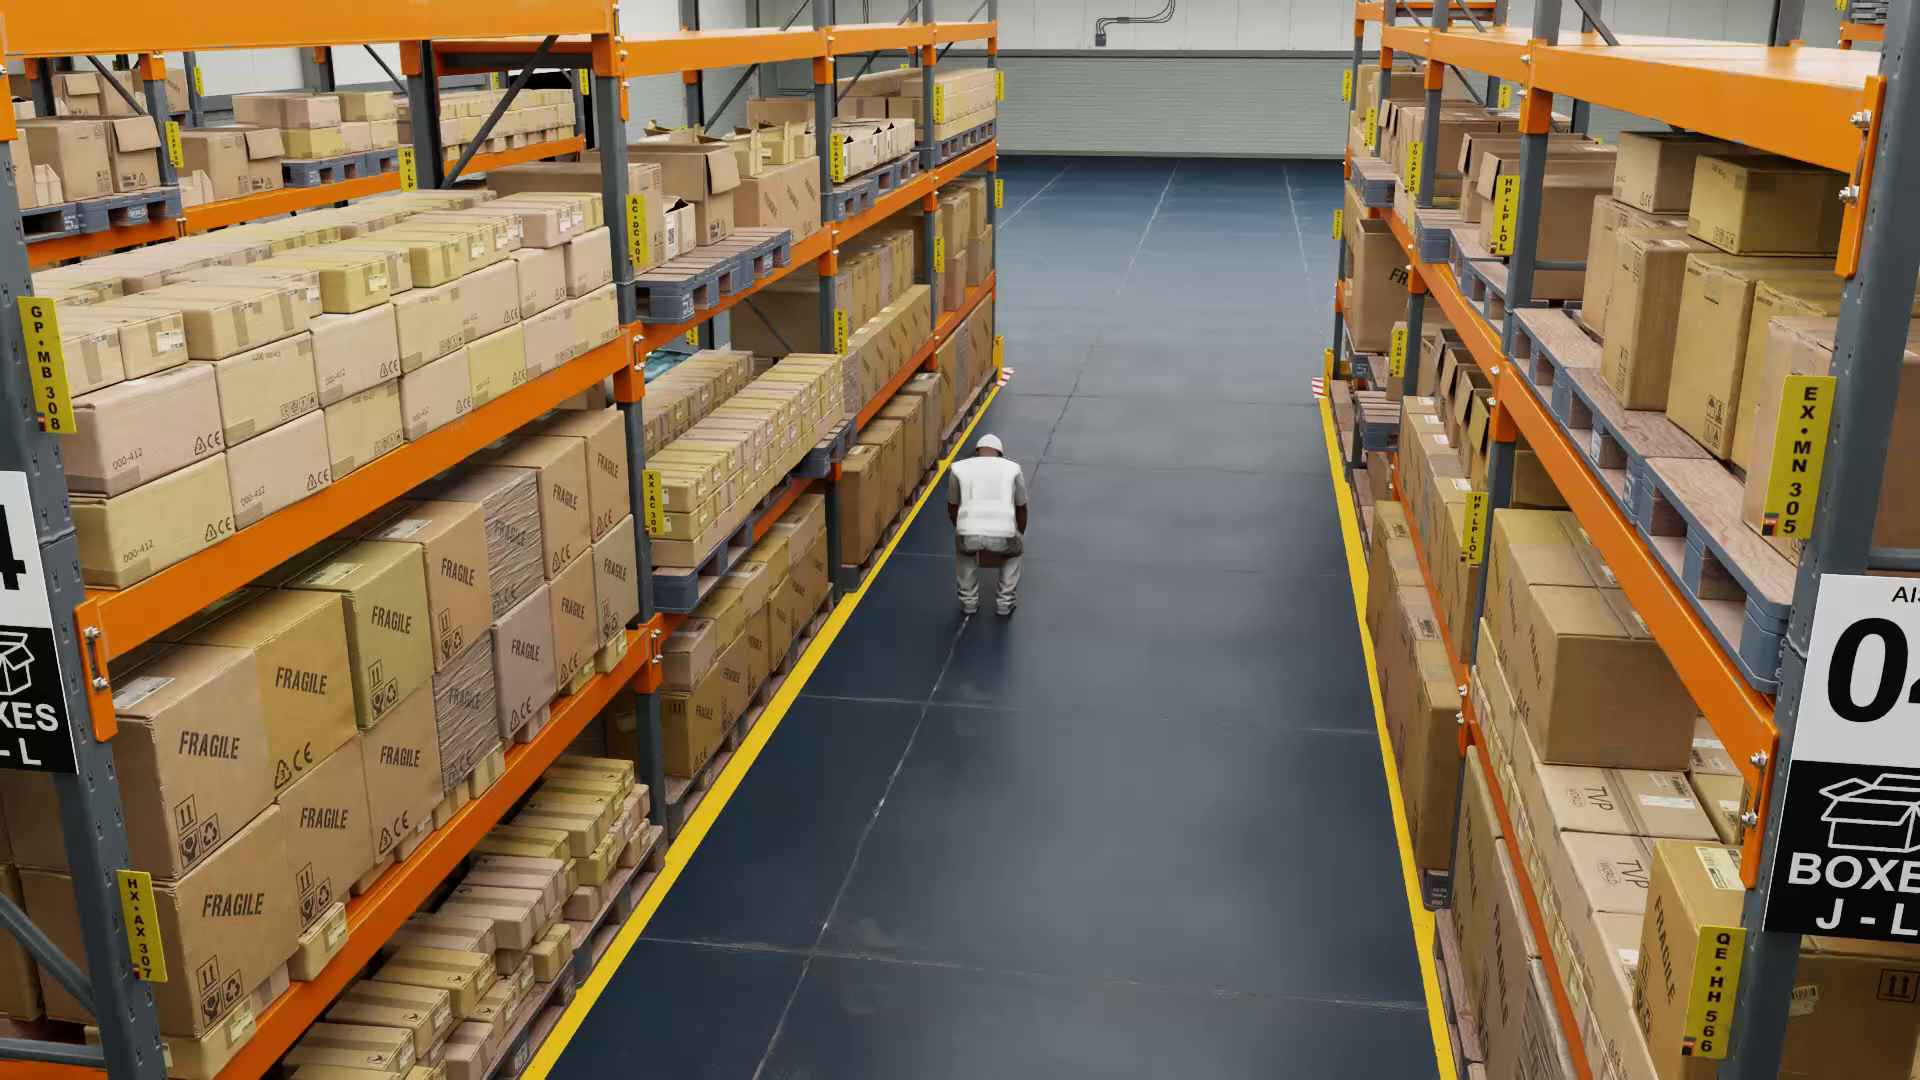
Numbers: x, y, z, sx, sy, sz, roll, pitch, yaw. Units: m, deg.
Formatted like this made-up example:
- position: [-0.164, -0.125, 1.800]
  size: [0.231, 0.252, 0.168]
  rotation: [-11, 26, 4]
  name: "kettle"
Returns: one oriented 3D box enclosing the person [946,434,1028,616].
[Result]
- position: [0.176, -0.102, 12.242]
  size: [0.603, 1.236, 0.840]
  rotation: [3, 18, 9]
  name: "person"
